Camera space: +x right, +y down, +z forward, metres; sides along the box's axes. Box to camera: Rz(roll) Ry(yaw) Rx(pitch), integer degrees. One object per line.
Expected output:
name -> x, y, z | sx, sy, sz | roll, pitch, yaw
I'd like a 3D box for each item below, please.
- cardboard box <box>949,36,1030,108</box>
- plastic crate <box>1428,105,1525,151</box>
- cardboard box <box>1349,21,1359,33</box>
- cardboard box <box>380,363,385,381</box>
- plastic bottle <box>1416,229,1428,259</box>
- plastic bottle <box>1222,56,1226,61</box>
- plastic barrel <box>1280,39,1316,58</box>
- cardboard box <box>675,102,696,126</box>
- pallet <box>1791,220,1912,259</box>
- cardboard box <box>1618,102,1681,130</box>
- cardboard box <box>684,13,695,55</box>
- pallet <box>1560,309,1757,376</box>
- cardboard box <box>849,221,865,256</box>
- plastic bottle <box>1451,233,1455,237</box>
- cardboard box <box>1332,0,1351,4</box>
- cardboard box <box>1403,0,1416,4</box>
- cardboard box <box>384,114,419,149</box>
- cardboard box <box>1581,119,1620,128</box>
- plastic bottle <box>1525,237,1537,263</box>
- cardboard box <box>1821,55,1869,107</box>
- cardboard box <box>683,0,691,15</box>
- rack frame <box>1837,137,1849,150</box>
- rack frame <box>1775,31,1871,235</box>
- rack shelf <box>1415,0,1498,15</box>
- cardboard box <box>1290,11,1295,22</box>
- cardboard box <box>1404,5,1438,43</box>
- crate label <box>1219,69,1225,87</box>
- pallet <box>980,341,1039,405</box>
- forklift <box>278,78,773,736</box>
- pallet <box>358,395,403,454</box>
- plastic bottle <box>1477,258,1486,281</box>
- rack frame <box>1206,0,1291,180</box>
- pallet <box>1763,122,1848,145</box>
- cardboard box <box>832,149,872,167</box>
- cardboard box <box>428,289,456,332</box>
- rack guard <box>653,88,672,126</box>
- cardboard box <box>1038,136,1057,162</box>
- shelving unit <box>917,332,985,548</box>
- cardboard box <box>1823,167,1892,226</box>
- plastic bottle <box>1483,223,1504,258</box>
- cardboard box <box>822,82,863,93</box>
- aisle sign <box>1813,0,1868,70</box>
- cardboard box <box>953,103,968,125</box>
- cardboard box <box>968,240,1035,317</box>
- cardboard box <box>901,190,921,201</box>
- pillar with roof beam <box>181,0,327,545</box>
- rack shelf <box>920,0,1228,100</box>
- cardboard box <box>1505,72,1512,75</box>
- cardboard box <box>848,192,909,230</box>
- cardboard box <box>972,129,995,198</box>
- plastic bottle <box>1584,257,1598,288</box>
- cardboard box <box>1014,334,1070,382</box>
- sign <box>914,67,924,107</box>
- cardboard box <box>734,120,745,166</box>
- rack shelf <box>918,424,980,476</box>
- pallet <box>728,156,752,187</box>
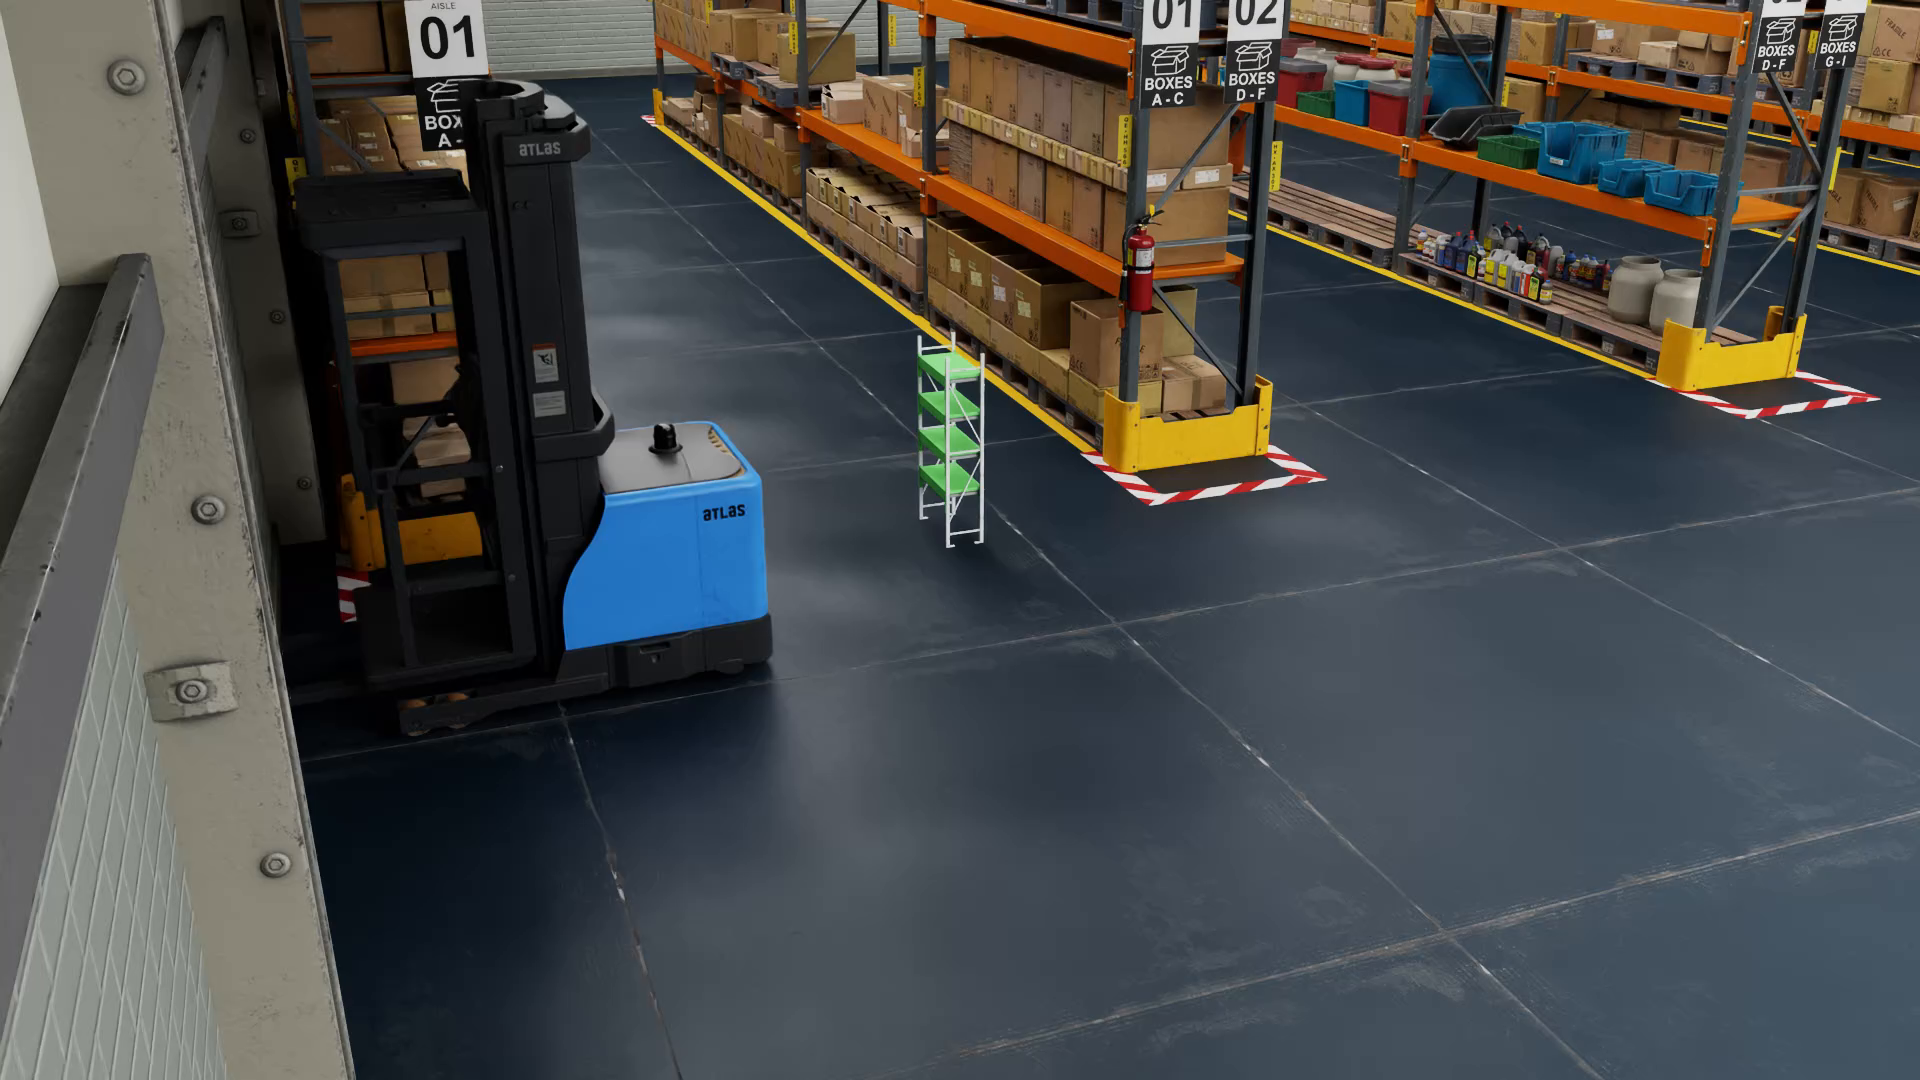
cardboard box -> 0.322, -3.919, 13.887 | 0.700, 0.500, 0.500 | -8, 24, -19
plastic crate -> 4.861, -3.878, 15.668 | 0.767, 0.338, 0.504 | -8, 24, -19
cardboard box -> 6.097, -7.744, 25.085 | 0.380, 0.149, 0.250 | -8, 24, -18
cardboard box -> -4.070, -1.434, 12.442 | 0.500, 0.500, 0.500 | -10, 25, -23
plastic bottle -> 4.497, -2.883, 16.175 | 0.097, 0.271, 0.097 | 0, 23, 0
plastic bottle -> 3.295, -5.915, 20.588 | 0.097, 0.271, 0.097 | 0, 23, 0
plastic barrel -> 3.829, -5.503, 19.269 | 0.600, 0.536, 0.708 | -8, 24, -19
cardboard box -> -3.800, -6.132, 23.910 | 0.500, 0.250, 0.500 | -8, 24, -19
pallet -> 9.699, -3.269, 17.735 | 1.003, 0.211, 1.213 | -8, 24, -19
cardboard box -> 8.477, -5.213, 20.442 | 0.500, 0.250, 0.500 | -6, 23, -13
cardboard box -> -3.450, -6.908, 22.650 | 0.500, 0.500, 0.500 | -8, 24, -18
pallet -> 5.855, -1.693, 13.994 | 1.003, 0.211, 1.213 | -8, 24, -19
cardboard box -> -0.795, -3.028, 16.571 | 0.500, 0.250, 0.500 | -8, 24, -18
plastic bottle -> 4.736, -2.790, 15.938 | 0.061, 0.283, 0.133 | -8, 24, -19
cardboard box -> 6.016, -8.427, 25.226 | 0.500, 0.500, 0.500 | -8, 24, -18
cardboard box -> 6.835, -7.978, 23.895 | 0.797, 0.503, 0.637 | -9, 24, -20
cardboard box -> -4.017, -2.911, 12.496 | 0.500, 0.500, 0.500 | -8, 24, -19
cardboard box -> 8.271, -5.057, 21.038 | 0.700, 0.500, 0.500 | -10, 25, -22
plastic bottle -> 5.456, -2.747, 15.837 | 0.061, 0.283, 0.133 | -7, 24, -15
cardboard box -> 9.529, -4.805, 17.275 | 0.875, 0.500, 0.500 | -8, 24, -19
cardboard box -> -3.449, -7.366, 22.449 | 0.500, 0.500, 0.500 | -8, 24, -19
rack frame -> 12.691, -6.891, 22.737 | 1.000, 3.000, 0.127 | -8, 24, -19
rack frame -> 9.428, -4.793, 17.761 | 1.000, 3.000, 0.127 | -8, 24, -19
rack shelf -> 4.088, -5.891, 17.430 | 1.077, 0.370, 4.000 | -8, 24, -19
cardboard box -> 5.462, -8.397, 26.633 | 0.380, 0.149, 0.250 | -9, 24, -20
cardboard box -> 6.709, -7.362, 23.727 | 0.500, 0.500, 0.500 | -8, 24, -19
crate label -> 3.180, -5.286, 19.144 | 0.303, 0.233, 0.416 | -8, 24, -19
pallet -> 0.836, -1.412, 13.328 | 1.003, 0.211, 1.213 | -8, 24, -19
forklift -> -2.545, -0.640, 7.995 | 3.031, 2.935, 1.130 | -9, 24, -20
pallet -> -3.769, -0.786, 11.844 | 1.003, 0.211, 1.213 | -8, 24, -19
plastic bottle -> 4.836, -2.502, 15.361 | 0.097, 0.201, 0.097 | 0, 23, 0
rack frame -> 3.382, -5.567, 19.597 | 1.000, 3.000, 0.127 | -8, 24, -19
pallet -> 12.416, -5.890, 23.952 | 1.003, 0.211, 1.213 | -8, 24, -19
cardboard box -> -1.147, -4.144, 18.873 | 0.500, 0.500, 0.500 | -7, 24, -17
cardboard box -> -2.936, -1.462, 10.024 | 0.500, 0.250, 0.500 | -9, 25, -21
rack guard -> -4.053, -6.616, 25.304 | 1.175, 0.500, 0.348 | -8, 24, -19
cardboard box -> 0.800, -2.910, 12.329 | 0.380, 0.149, 0.250 | -8, 24, -18
shelving unit -> -0.058, -0.613, 10.160 | 0.258, 1.200, 0.503 | -8, 24, -19
cardboard box -> 9.532, -3.684, 17.807 | 0.500, 0.500, 0.500 | -9, 25, -21
plastic bottle -> 5.157, -2.882, 16.069 | 0.144, 0.351, 0.185 | -8, 24, -19
cardboard box -> -1.166, -4.710, 17.677 | 0.500, 0.311, 0.500 | -7, 24, -16
aisle sign -> 6.507, -3.872, 12.228 | 0.394, 0.787, 0.004 | -8, 24, -19
cardboard box -> 0.162, -3.565, 13.883 | 0.380, 0.149, 0.250 | -8, 24, -18
cardboard box -> 0.384, -2.133, 13.482 | 0.500, 0.500, 0.500 | -8, 24, -19
cardboard box -> -0.298, -3.363, 16.645 | 0.500, 0.311, 0.500 | -8, 24, -18
pillar with roof beam -> -0.090, -4.792, 10.033 | 9.100, 9.000, 0.400 | -8, 24, -19
rack shelf -> 0.866, -3.760, 12.372 | 1.077, 0.370, 4.000 | -8, 24, -19
cardboard box -> 7.483, -6.040, 22.913 | 1.225, 0.875, 0.875 | -8, 24, -19
cardboard box -> -0.790, -3.281, 16.450 | 0.500, 0.311, 0.500 | -9, 24, -20
cardboard box -> 0.514, -3.131, 13.687 | 0.700, 0.500, 0.500 | -9, 24, -20
plastic bottle -> 5.738, -2.432, 15.104 | 0.097, 0.271, 0.097 | 0, 23, 0
cardboard box -> 0.740, -1.424, 12.767 | 0.500, 0.250, 0.500 | -8, 24, -19
sign -> -0.345, -3.855, 14.145 | 0.100, 0.325, 0.005 | -8, 24, -19
cardboard box -> -2.525, -4.992, 20.883 | 0.500, 0.500, 0.500 | -8, 24, -18
rack shelf -> -0.058, -0.554, 10.184 | 0.258, 0.148, 0.480 | -8, 24, -19
pallet -> -2.344, -4.767, 21.288 | 1.003, 0.211, 1.213 | -8, 24, -19
